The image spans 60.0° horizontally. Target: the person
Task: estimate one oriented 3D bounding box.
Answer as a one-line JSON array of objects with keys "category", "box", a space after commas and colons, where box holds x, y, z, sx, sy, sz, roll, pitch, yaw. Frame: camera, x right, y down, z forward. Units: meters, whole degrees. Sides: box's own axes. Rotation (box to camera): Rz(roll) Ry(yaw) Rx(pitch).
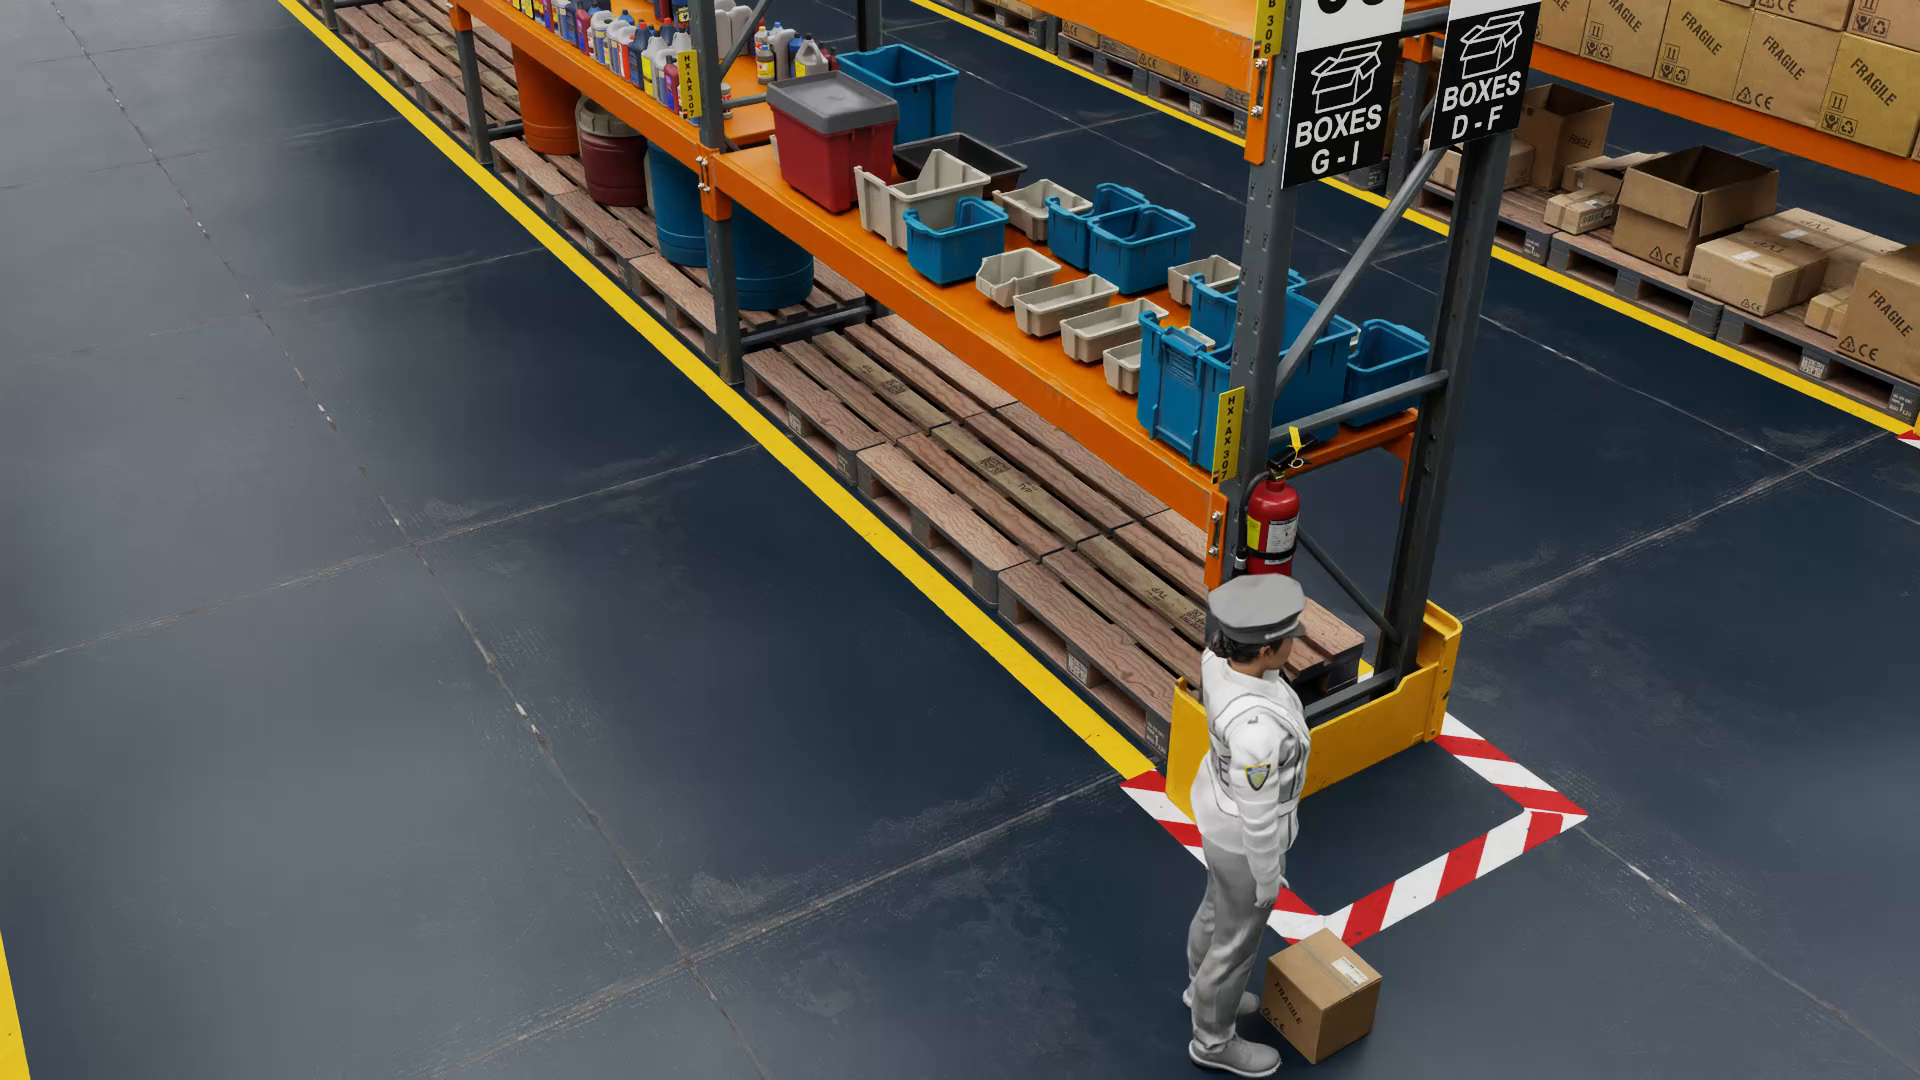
[{"category": "person", "box": [0.828, 0.858, 4.841, 0.331, 1.725, 0.498, -1, 33, -2]}]
